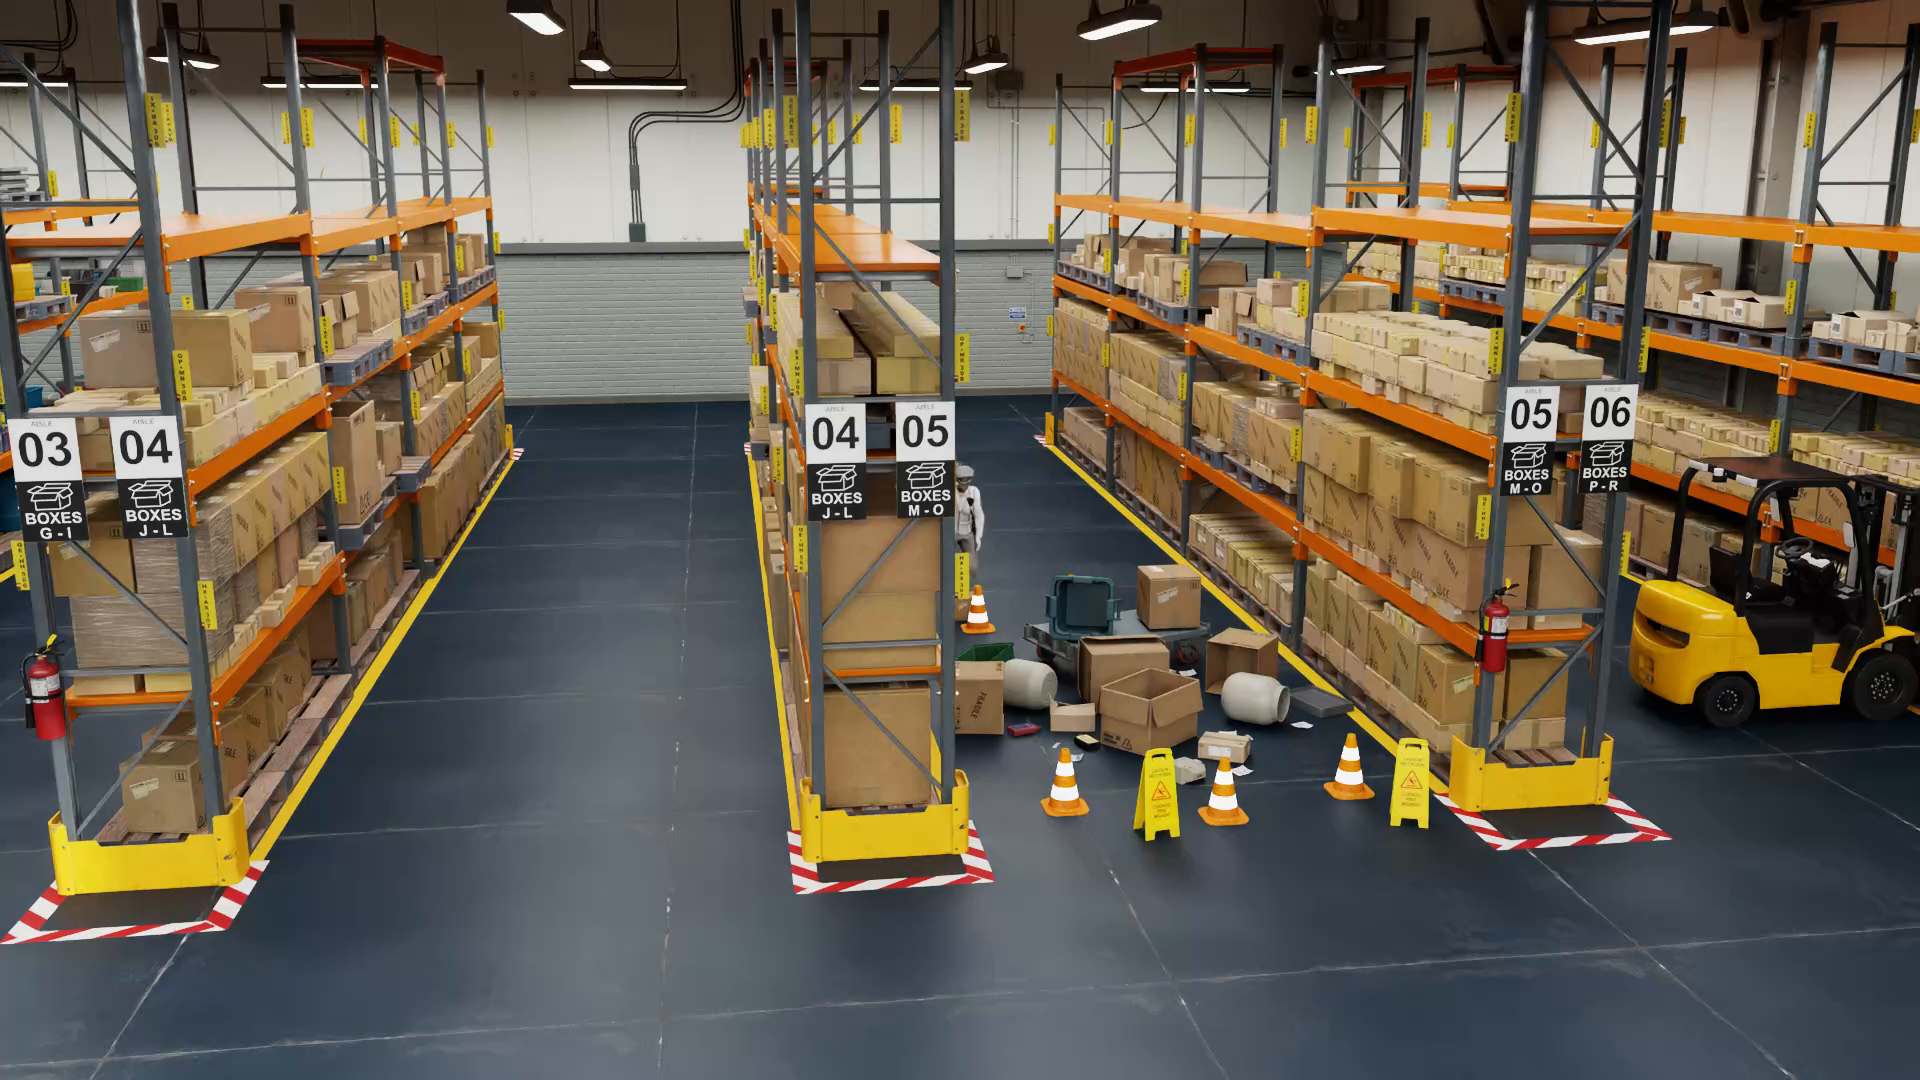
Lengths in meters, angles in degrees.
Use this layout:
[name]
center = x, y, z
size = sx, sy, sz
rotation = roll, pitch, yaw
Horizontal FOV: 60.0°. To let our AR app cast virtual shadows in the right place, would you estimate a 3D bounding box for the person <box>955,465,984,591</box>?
[person]
center = 0.008, -0.033, 17.844
size = 0.516, 1.576, 0.526
rotation = -2, 13, -7
